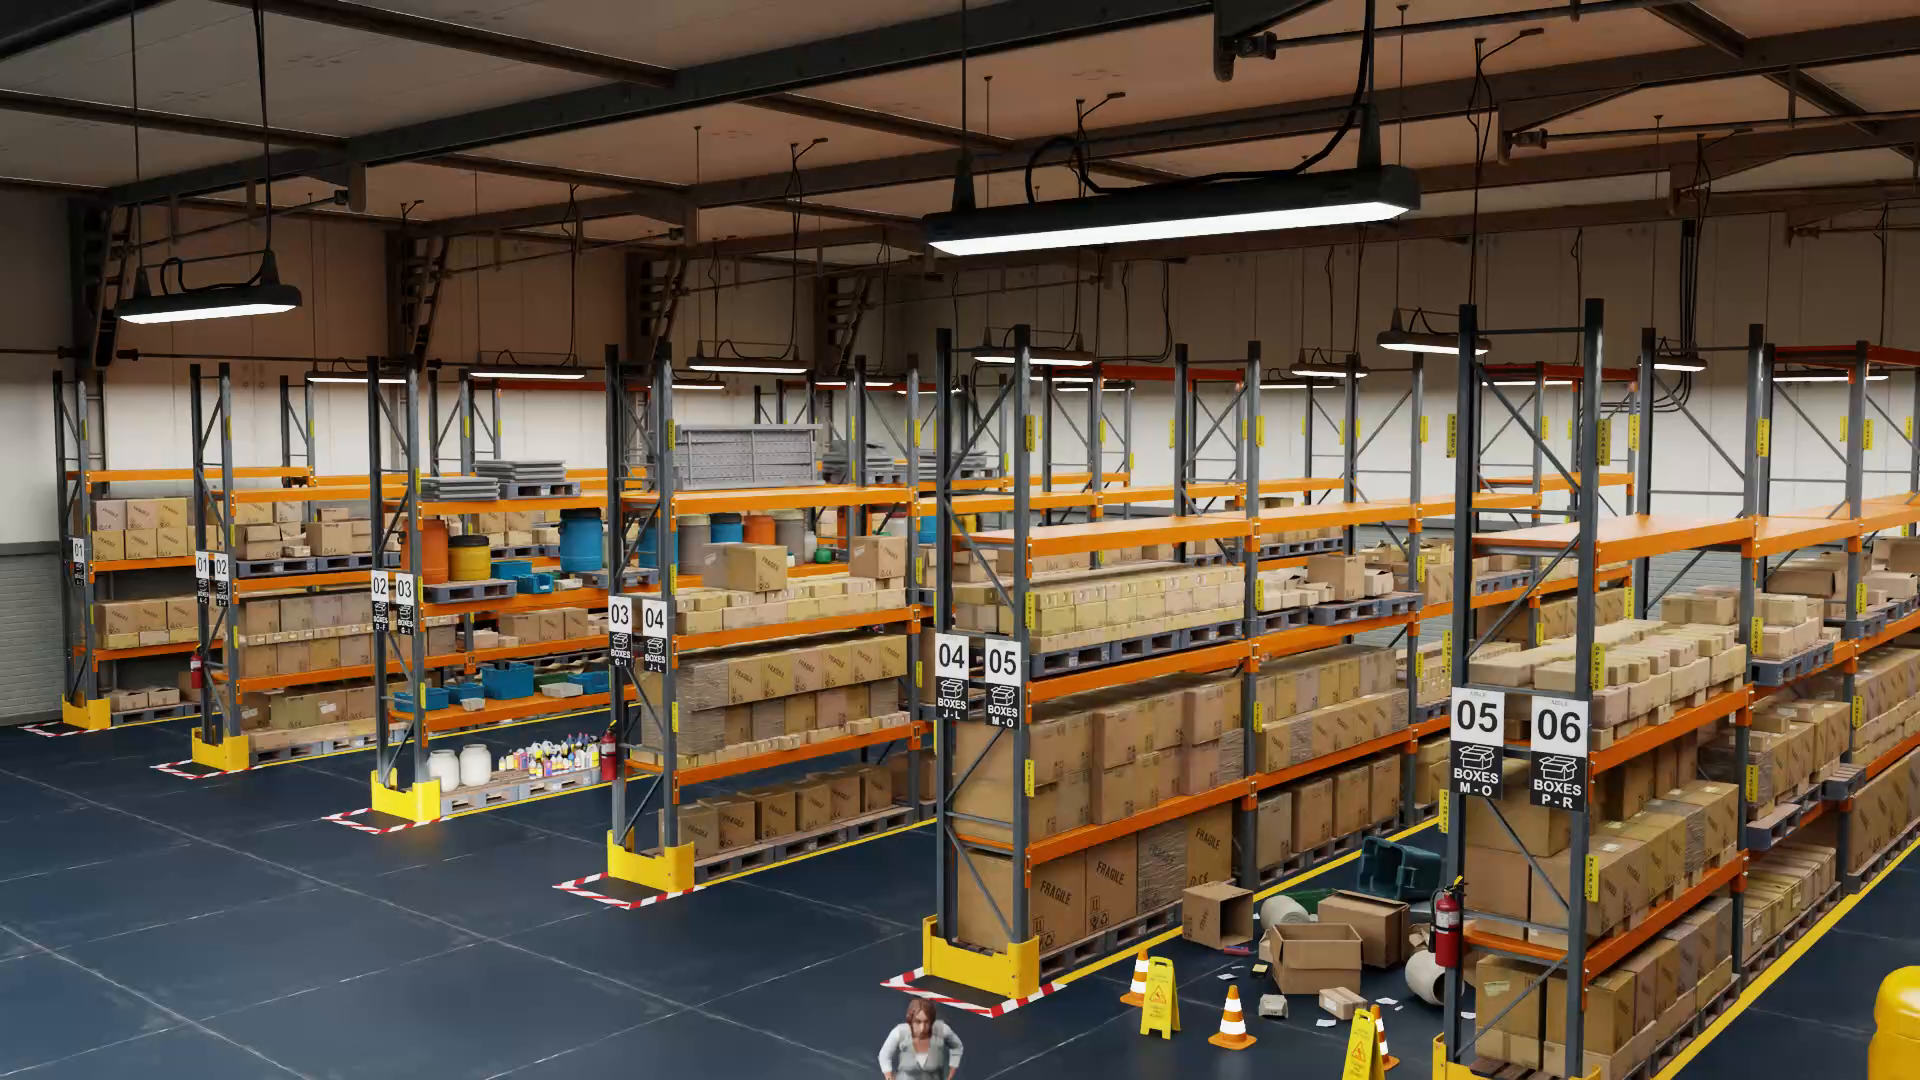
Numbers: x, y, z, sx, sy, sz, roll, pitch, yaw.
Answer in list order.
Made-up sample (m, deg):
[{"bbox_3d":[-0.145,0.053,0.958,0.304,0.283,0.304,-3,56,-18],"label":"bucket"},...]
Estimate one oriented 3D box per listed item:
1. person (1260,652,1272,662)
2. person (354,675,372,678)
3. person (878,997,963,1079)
[{"bbox_3d":[4.746,2.522,25.775,0.597,1.601,0.599,3,5,34],"label":"person"},{"bbox_3d":[-10.394,2.290,28.765,0.739,1.578,0.893,1,4,13],"label":"person"},{"bbox_3d":[-0.268,3.638,10.861,0.549,1.548,0.865,-1,4,-9],"label":"person"}]
